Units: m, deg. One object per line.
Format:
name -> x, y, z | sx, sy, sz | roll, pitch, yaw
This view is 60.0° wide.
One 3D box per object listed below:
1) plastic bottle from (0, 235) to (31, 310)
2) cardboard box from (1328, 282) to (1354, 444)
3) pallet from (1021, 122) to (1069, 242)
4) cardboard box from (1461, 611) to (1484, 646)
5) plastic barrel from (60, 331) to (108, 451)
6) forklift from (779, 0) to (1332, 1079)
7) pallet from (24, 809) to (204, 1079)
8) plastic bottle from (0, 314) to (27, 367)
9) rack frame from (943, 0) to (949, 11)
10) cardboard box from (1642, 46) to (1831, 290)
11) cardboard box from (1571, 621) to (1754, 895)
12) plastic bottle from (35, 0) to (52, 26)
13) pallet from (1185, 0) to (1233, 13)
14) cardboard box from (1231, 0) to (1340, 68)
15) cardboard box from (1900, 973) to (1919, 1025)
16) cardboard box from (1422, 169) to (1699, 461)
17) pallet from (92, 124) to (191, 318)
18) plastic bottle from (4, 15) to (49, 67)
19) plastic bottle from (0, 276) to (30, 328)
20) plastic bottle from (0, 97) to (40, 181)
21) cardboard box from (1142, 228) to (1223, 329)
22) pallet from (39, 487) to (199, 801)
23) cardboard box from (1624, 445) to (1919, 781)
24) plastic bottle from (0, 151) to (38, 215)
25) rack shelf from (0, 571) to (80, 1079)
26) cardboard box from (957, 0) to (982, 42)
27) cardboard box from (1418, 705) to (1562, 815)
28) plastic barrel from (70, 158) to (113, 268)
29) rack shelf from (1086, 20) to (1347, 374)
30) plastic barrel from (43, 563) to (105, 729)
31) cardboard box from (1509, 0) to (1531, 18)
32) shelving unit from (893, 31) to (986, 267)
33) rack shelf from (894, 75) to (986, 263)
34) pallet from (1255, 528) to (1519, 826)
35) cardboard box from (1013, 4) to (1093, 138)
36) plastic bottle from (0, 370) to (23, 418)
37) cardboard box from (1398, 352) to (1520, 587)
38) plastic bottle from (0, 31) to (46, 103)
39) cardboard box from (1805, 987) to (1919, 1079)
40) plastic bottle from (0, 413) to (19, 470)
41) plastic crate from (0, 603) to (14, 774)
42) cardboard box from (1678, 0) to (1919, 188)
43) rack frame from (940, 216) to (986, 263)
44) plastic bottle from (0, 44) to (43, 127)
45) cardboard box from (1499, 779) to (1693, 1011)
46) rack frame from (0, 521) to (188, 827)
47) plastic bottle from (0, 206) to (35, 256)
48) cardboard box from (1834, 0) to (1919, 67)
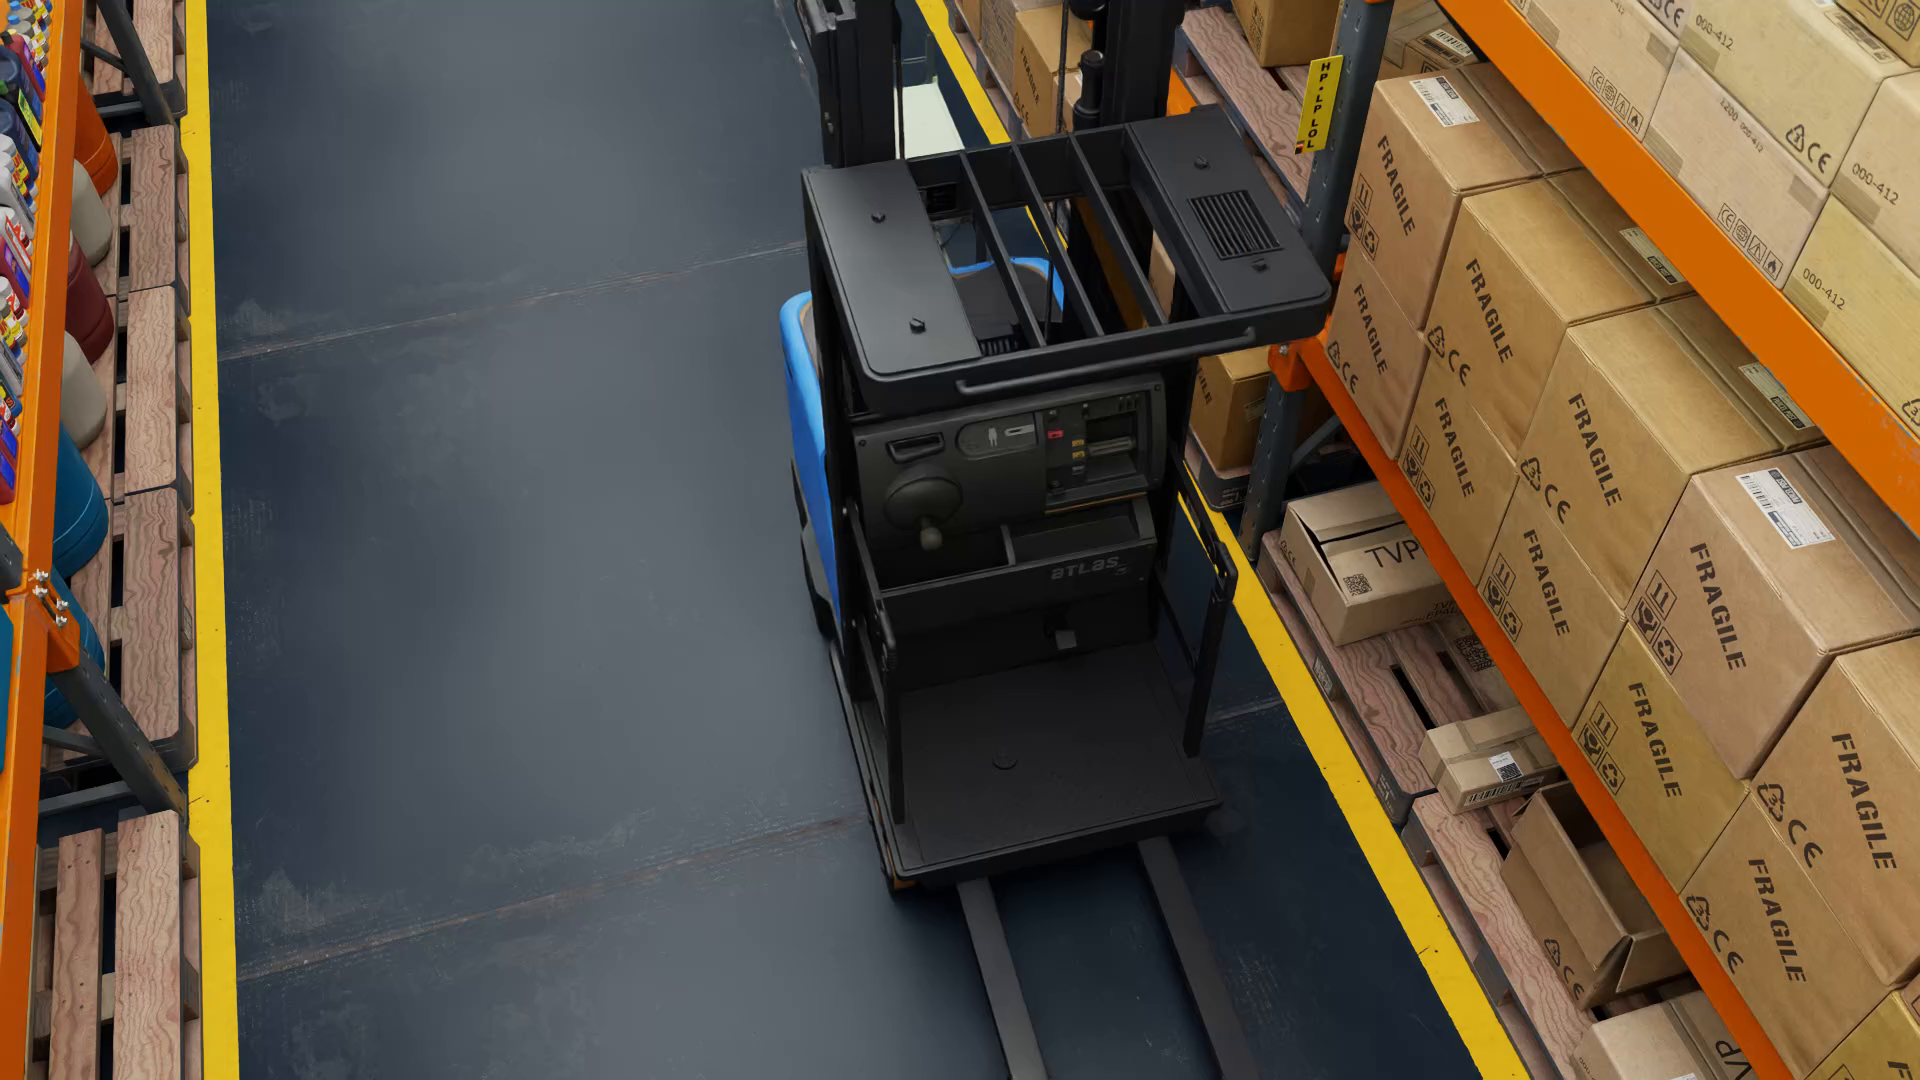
plastic bottle -> -3.112, -0.892, 5.406 | 0.061, 0.283, 0.133 | -13, 51, -11
cardboard box -> 1.674, -0.778, 6.581 | 0.500, 0.500, 0.500 | -15, 52, -13
pallet -> 0.943, -1.613, 7.761 | 1.003, 0.211, 1.213 | -13, 51, -11
cardboard box -> 2.024, -0.018, 5.940 | 0.500, 0.500, 0.500 | -13, 51, -11
plastic barrel -> -3.584, -0.601, 6.437 | 0.421, 0.512, 0.421 | 0, 50, 0
forklift -> 0.213, -0.118, 4.722 | 1.130, 2.935, 3.031 | -11, 51, -9
pallet -> -2.894, 1.511, 5.128 | 1.003, 0.211, 1.213 | -13, 51, -11
plastic bottle -> -3.038, -0.657, 5.216 | 0.097, 0.271, 0.097 | 0, 50, 0
rack frame -> 0.401, -3.955, 7.912 | 1.000, 3.000, 0.127 | -13, 51, -11
cardboard box -> 1.782, -0.809, 3.396 | 0.500, 0.250, 0.500 | -13, 51, -11
cardboard box -> 1.927, 0.478, 4.109 | 0.500, 0.500, 0.500 | -14, 51, -11
plastic bottle -> -3.633, -2.104, 6.482 | 0.097, 0.201, 0.097 | 0, 50, 0
pallet -> 0.981, -2.474, 6.789 | 1.003, 0.211, 1.213 | -13, 51, -11
cardboard box -> 1.394, -2.086, 5.996 | 0.700, 0.500, 0.500 | -6, 50, -5
cardboard box -> 2.223, 0.902, 3.098 | 0.500, 0.500, 0.500 | -12, 51, -10
cardboard box -> 1.608, -0.604, 4.367 | 0.500, 0.500, 0.500 | -15, 51, -12
pallet -> -4.059, -1.373, 7.559 | 1.003, 0.211, 1.213 | -13, 51, -11
plastic bottle -> -3.547, -1.891, 6.302 | 0.097, 0.201, 0.097 | 0, 50, 0
plastic bottle -> -3.095, -0.777, 5.363 | 0.097, 0.201, 0.097 | 0, 50, 0
plastic bottle -> -3.365, -1.430, 5.816 | 0.144, 0.351, 0.185 | -13, 51, -11
cardboard box -> 1.026, -1.028, 6.792 | 0.500, 0.500, 0.500 | -13, 51, -11
pallet -> -3.337, 0.410, 6.056 | 1.003, 0.211, 1.213 | -13, 51, -11
cardboard box -> 1.913, 0.149, 3.733 | 0.500, 0.500, 0.500 | -12, 51, -10
plastic bottle -> -3.272, -1.236, 5.704 | 0.097, 0.271, 0.097 | 0, 50, 0
rack shelf -> -2.557, 1.776, 3.551 | 1.077, 0.370, 4.000 | -13, 51, -11
cardboard box -> 0.263, -2.894, 8.365 | 0.500, 0.500, 0.500 | -11, 51, -9
cardboard box -> 1.767, 0.723, 5.534 | 0.380, 0.166, 0.250 | -13, 51, -11
plastic barrel -> -3.918, -1.426, 7.132 | 0.421, 0.512, 0.421 | 0, 50, 0
rack shelf -> 0.993, -2.262, 6.956 | 1.077, 0.370, 4.000 | -13, 51, -11
plastic barrel -> -3.293, 0.224, 5.487 | 0.600, 0.901, 0.708 | -13, 51, -11
cardboard box -> 1.492, -1.541, 4.013 | 0.500, 0.250, 0.500 | -13, 51, -11
shelving unit -> -0.196, -1.086, 6.474 | 0.431, 1.500, 0.755 | -11, 51, -9
rack shelf -> -0.196, -1.338, 6.176 | 0.431, 0.370, 0.720 | -11, 51, -9
pallet -> 1.787, 0.367, 6.092 | 1.003, 0.211, 1.213 | -13, 51, -11
cardboard box -> 0.567, -2.145, 7.734 | 0.500, 0.500, 0.500 | -14, 51, -11
plastic bottle -> -2.969, -0.488, 5.073 | 0.097, 0.271, 0.097 | 0, 50, 0
cardboard box -> 1.629, -0.259, 4.730 | 0.500, 0.500, 0.500 | -13, 51, -10
plastic bottle -> -3.466, -1.766, 6.143 | 0.061, 0.283, 0.133 | -13, 51, -11
cardboard box -> 2.218, 1.212, 3.491 | 0.500, 0.500, 0.500 | -13, 51, -11
plastic bottle -> -2.889, -0.340, 4.941 | 0.061, 0.283, 0.133 | -13, 51, -11
plastic crate -> -2.685, 0.333, 4.268 | 0.392, 0.384, 0.575 | -13, 51, -11
cardboard box -> 1.777, -0.969, 3.204 | 0.500, 0.250, 0.500 | -13, 51, -11
rack frame -> -0.103, -0.815, 6.246 | 0.400, 1.500, 0.023 | -11, 51, -9
plastic bottle -> -3.459, -1.662, 6.011 | 0.144, 0.351, 0.185 | -13, 51, -11
cardboard box -> 2.145, 1.000, 5.079 | 0.797, 0.503, 0.637 | -13, 51, -11
rack frame -> -3.149, 0.084, 4.507 | 1.000, 3.000, 0.127 | -13, 51, -11
plastic bottle -> -3.203, -1.044, 5.587 | 0.097, 0.201, 0.097 | 0, 50, 0
cardboard box -> 1.931, -1.247, 2.948 | 0.700, 0.500, 0.500 | -13, 51, -11
